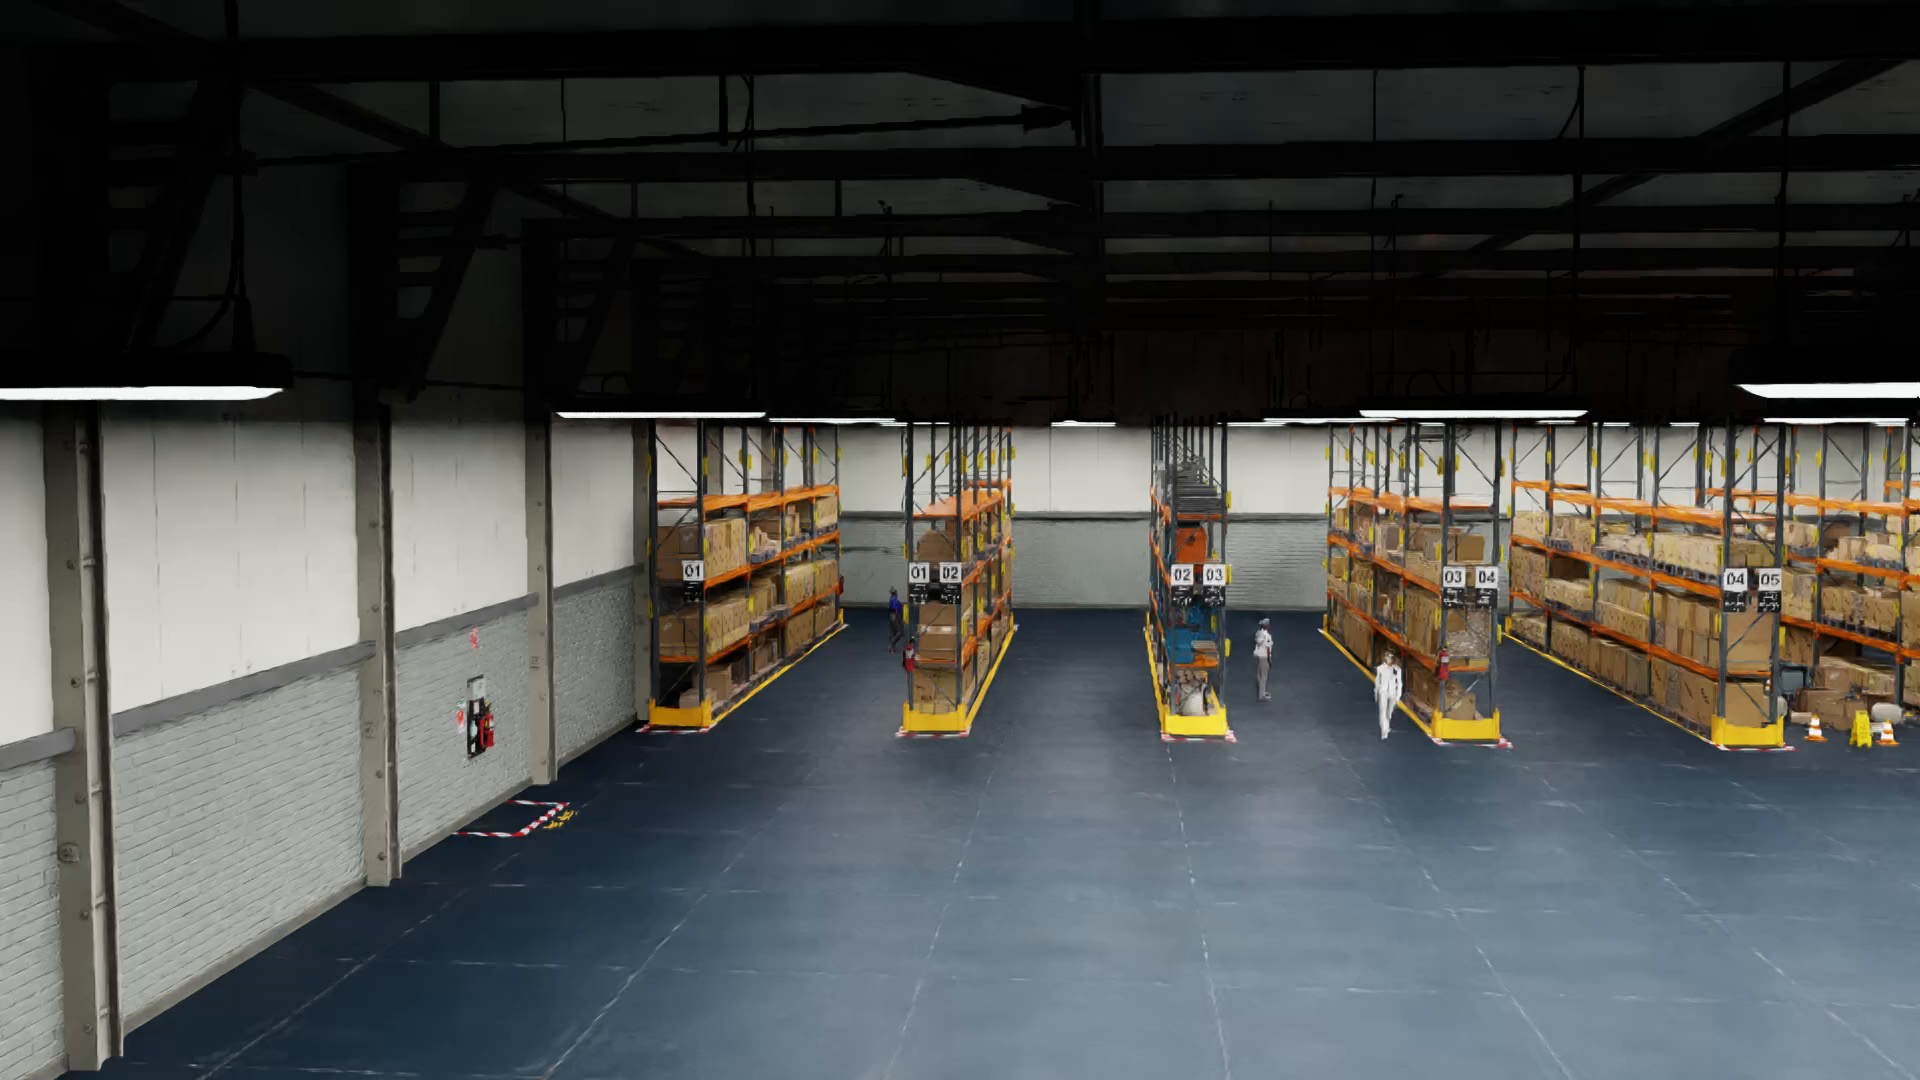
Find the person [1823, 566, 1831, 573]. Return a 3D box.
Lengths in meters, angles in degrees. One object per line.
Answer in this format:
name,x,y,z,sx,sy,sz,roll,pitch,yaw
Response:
person,25.465,1.598,48.785,0.446,1.668,0.615,-2,4,-28

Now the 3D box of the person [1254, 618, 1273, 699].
person,6.456,2.503,35.214,0.440,1.681,0.551,-1,4,-21

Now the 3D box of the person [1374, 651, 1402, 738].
person,7.956,2.828,30.833,0.489,1.588,1.065,0,4,4

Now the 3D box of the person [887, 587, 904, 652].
person,-1.689,2.039,42.483,0.422,1.656,0.501,-2,4,-23
